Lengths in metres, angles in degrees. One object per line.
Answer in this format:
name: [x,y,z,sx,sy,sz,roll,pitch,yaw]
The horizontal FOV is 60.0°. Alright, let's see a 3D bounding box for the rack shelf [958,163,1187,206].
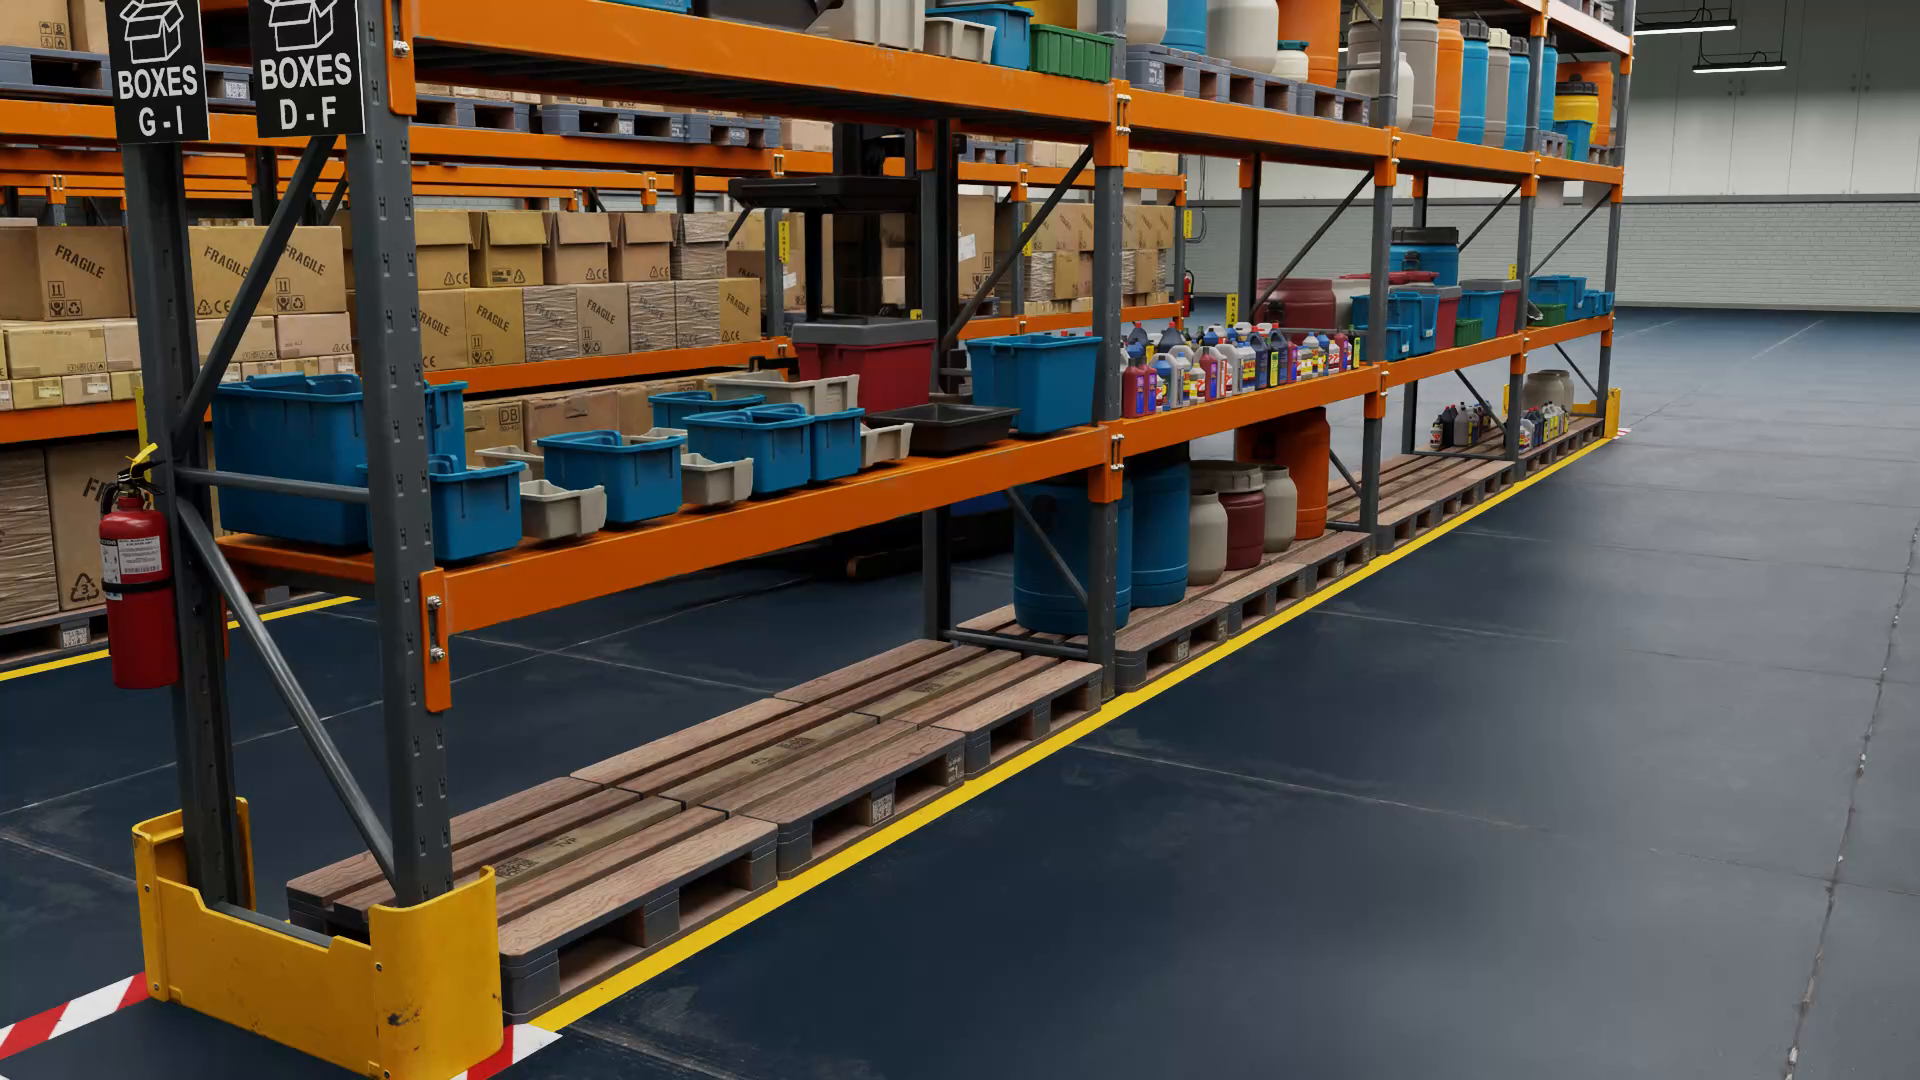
rack shelf: [1.232,-3.931,18.517,1.077,0.370,4.000,6,12,31]

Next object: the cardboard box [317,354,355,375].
cardboard box: [-3.838,-1.035,9.926,0.380,0.149,0.250,6,12,31]

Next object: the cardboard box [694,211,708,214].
cardboard box: [-3.585,-3.742,20.364,0.875,0.550,0.550,6,12,31]

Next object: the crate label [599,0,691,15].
crate label: [-1.048,-1.651,4.786,0.408,0.251,0.502,6,12,31]

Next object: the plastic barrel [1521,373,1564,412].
plastic barrel: [5.967,-1.445,17.057,0.421,0.512,0.421,0,11,0]

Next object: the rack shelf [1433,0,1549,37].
rack shelf: [3.389,-4.106,12.390,1.077,0.370,4.000,6,12,31]

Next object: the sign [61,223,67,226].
sign: [-9.876,-3.330,18.357,0.100,0.325,0.005,6,12,31]

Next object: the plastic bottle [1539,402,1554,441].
plastic bottle: [5.520,-1.120,15.705,0.144,0.351,0.185,6,12,30]

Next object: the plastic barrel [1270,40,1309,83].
plastic barrel: [1.919,-2.823,9.882,0.301,0.262,0.301,0,11,0]

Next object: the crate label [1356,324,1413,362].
crate label: [2.890,-1.341,11.337,0.303,0.233,0.416,6,12,31]

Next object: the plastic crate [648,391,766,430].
plastic crate: [-0.956,-0.430,6.304,0.416,0.233,0.300,6,12,31]

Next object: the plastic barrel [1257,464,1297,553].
plastic barrel: [1.894,-0.201,10.410,0.421,0.512,0.421,0,11,0]

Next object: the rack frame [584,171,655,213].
rack frame: [-3.993,-2.985,19.663,1.000,3.000,0.127,6,12,31]

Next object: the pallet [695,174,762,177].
pallet: [-2.925,-4.735,21.098,1.003,0.211,1.213,6,12,31]

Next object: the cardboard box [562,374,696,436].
cardboard box: [-2.728,-0.782,12.529,1.225,0.875,0.875,6,12,31]

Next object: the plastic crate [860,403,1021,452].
plastic crate: [-0.078,-0.457,6.741,0.437,0.125,0.590,6,12,31]

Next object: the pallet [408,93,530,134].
pallet: [-3.525,-2.767,10.863,0.805,0.209,1.217,6,12,28]

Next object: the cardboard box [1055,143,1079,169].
cardboard box: [0.917,-4.026,17.479,0.500,0.250,0.500,6,12,30]

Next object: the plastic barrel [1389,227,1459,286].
plastic barrel: [3.968,-2.237,14.303,0.600,0.901,0.708,6,12,31]

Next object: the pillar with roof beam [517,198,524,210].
pillar with roof beam: [-4.781,-8.003,30.161,9.100,9.000,0.548,6,12,31]

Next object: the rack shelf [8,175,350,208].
rack shelf: [-9.314,-4.248,20.214,1.077,0.370,4.000,6,12,31]

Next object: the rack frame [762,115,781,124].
rack frame: [-1.883,-4.815,13.135,1.000,3.000,0.127,6,12,31]

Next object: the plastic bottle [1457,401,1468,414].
plastic bottle: [4.783,-1.146,15.843,0.144,0.351,0.185,6,12,30]

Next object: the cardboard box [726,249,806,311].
cardboard box: [-1.636,-2.211,14.113,0.500,0.500,0.500,5,12,24]

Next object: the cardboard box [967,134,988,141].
cardboard box: [-0.135,-4.163,16.378,0.797,0.503,0.637,6,12,28]

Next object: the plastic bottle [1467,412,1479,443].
plastic bottle: [4.755,-1.049,15.524,0.152,0.276,0.135,6,12,31]

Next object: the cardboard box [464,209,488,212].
cardboard box: [-7.101,-4.423,23.545,0.700,0.500,0.500,6,12,30]

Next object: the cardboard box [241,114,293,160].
cardboard box: [-6.397,-3.686,14.981,0.500,0.500,0.500,6,12,31]

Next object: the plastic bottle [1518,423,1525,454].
plastic bottle: [4.967,-0.906,14.774,0.097,0.271,0.097,0,11,0]

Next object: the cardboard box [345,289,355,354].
cardboard box: [-3.950,-1.386,10.849,0.500,0.500,0.500,6,12,31]

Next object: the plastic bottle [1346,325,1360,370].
plastic bottle: [2.505,-1.231,10.612,0.061,0.283,0.133,6,12,31]

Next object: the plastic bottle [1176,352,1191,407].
plastic bottle: [1.113,-0.810,8.396,0.097,0.271,0.097,0,11,0]

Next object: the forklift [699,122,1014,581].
forklift: [-0.794,-1.286,10.770,1.130,2.935,3.031,10,15,43]

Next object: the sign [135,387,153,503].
sign: [-2.281,-0.265,4.691,0.100,0.325,0.005,6,12,31]

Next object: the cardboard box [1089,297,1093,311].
cardboard box: [1.330,-2.614,18.364,0.380,0.149,0.250,6,12,31]

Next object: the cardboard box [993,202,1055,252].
cardboard box: [0.645,-3.229,17.167,0.500,0.500,0.500,6,12,31]

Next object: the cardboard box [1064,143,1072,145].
cardboard box: [0.956,-4.246,17.568,0.380,0.149,0.250,7,13,32]

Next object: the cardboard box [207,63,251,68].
cardboard box: [-4.314,-2.888,9.305,0.700,0.500,0.500,6,12,27]

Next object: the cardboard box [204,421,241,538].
cardboard box: [-4.370,-0.303,9.970,0.875,0.875,0.875,6,12,31]

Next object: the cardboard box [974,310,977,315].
cardboard box: [0.054,-2.434,17.401,0.380,0.149,0.250,6,12,31]

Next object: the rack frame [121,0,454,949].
rack frame: [-1.803,-0.135,4.438,1.000,3.000,0.127,6,12,31]

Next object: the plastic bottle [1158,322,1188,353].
plastic bottle: [1.243,-1.096,9.703,0.144,0.351,0.185,6,12,31]

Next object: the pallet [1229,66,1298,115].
pallet: [1.184,-2.457,9.203,1.003,0.211,1.213,6,12,31]

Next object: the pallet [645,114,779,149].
pallet: [-2.172,-3.142,12.860,1.213,0.211,1.003,7,13,33]

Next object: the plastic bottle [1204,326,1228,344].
plastic bottle: [1.609,-1.222,10.583,0.152,0.276,0.135,6,12,31]

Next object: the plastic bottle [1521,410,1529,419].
plastic bottle: [5.380,-1.094,15.766,0.152,0.276,0.135,6,12,31]

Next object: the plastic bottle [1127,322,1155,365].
plastic bottle: [1.043,-1.089,9.668,0.144,0.351,0.185,6,12,31]

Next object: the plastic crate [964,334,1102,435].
plastic crate: [0.323,-0.680,7.228,0.392,0.384,0.575,6,12,31]

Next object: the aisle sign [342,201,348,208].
aisle sign: [-10.158,-5.805,27.660,0.394,0.787,0.004,6,12,31]

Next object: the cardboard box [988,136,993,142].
cardboard box: [0.116,-4.171,17.168,0.380,0.149,0.250,7,13,32]

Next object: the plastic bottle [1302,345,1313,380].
plastic bottle: [2.057,-1.062,9.929,0.097,0.201,0.097,0,11,0]

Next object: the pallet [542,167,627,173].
pallet: [-4.426,-4.217,18.609,0.805,0.209,1.217,6,12,28]
